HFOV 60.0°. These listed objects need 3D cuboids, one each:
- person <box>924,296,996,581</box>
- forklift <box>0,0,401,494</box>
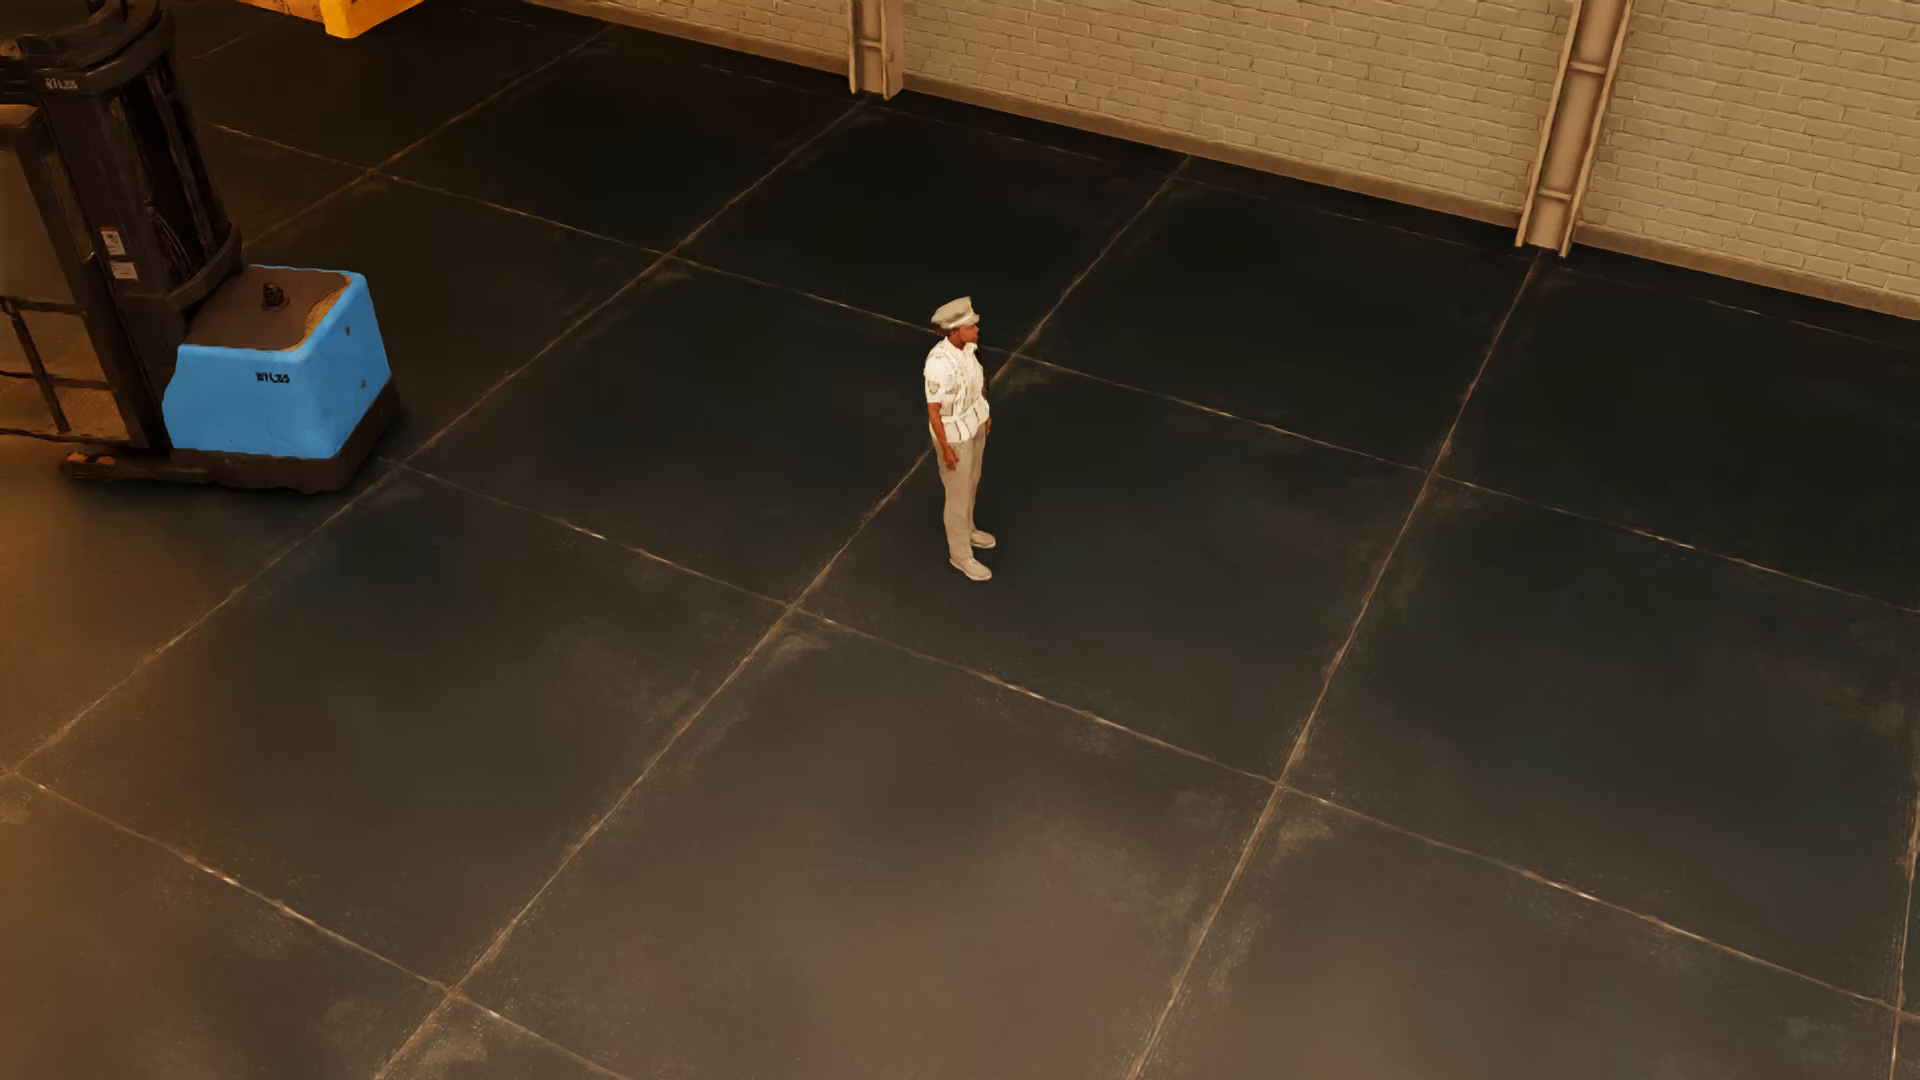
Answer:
[{"bbox_3d":[0.058,-0.617,9.674,0.529,1.685,0.570,18,43,21],"label":"person"},{"bbox_3d":[-5.336,-1.830,10.159,3.031,2.935,1.130,5,40,6],"label":"forklift"}]
